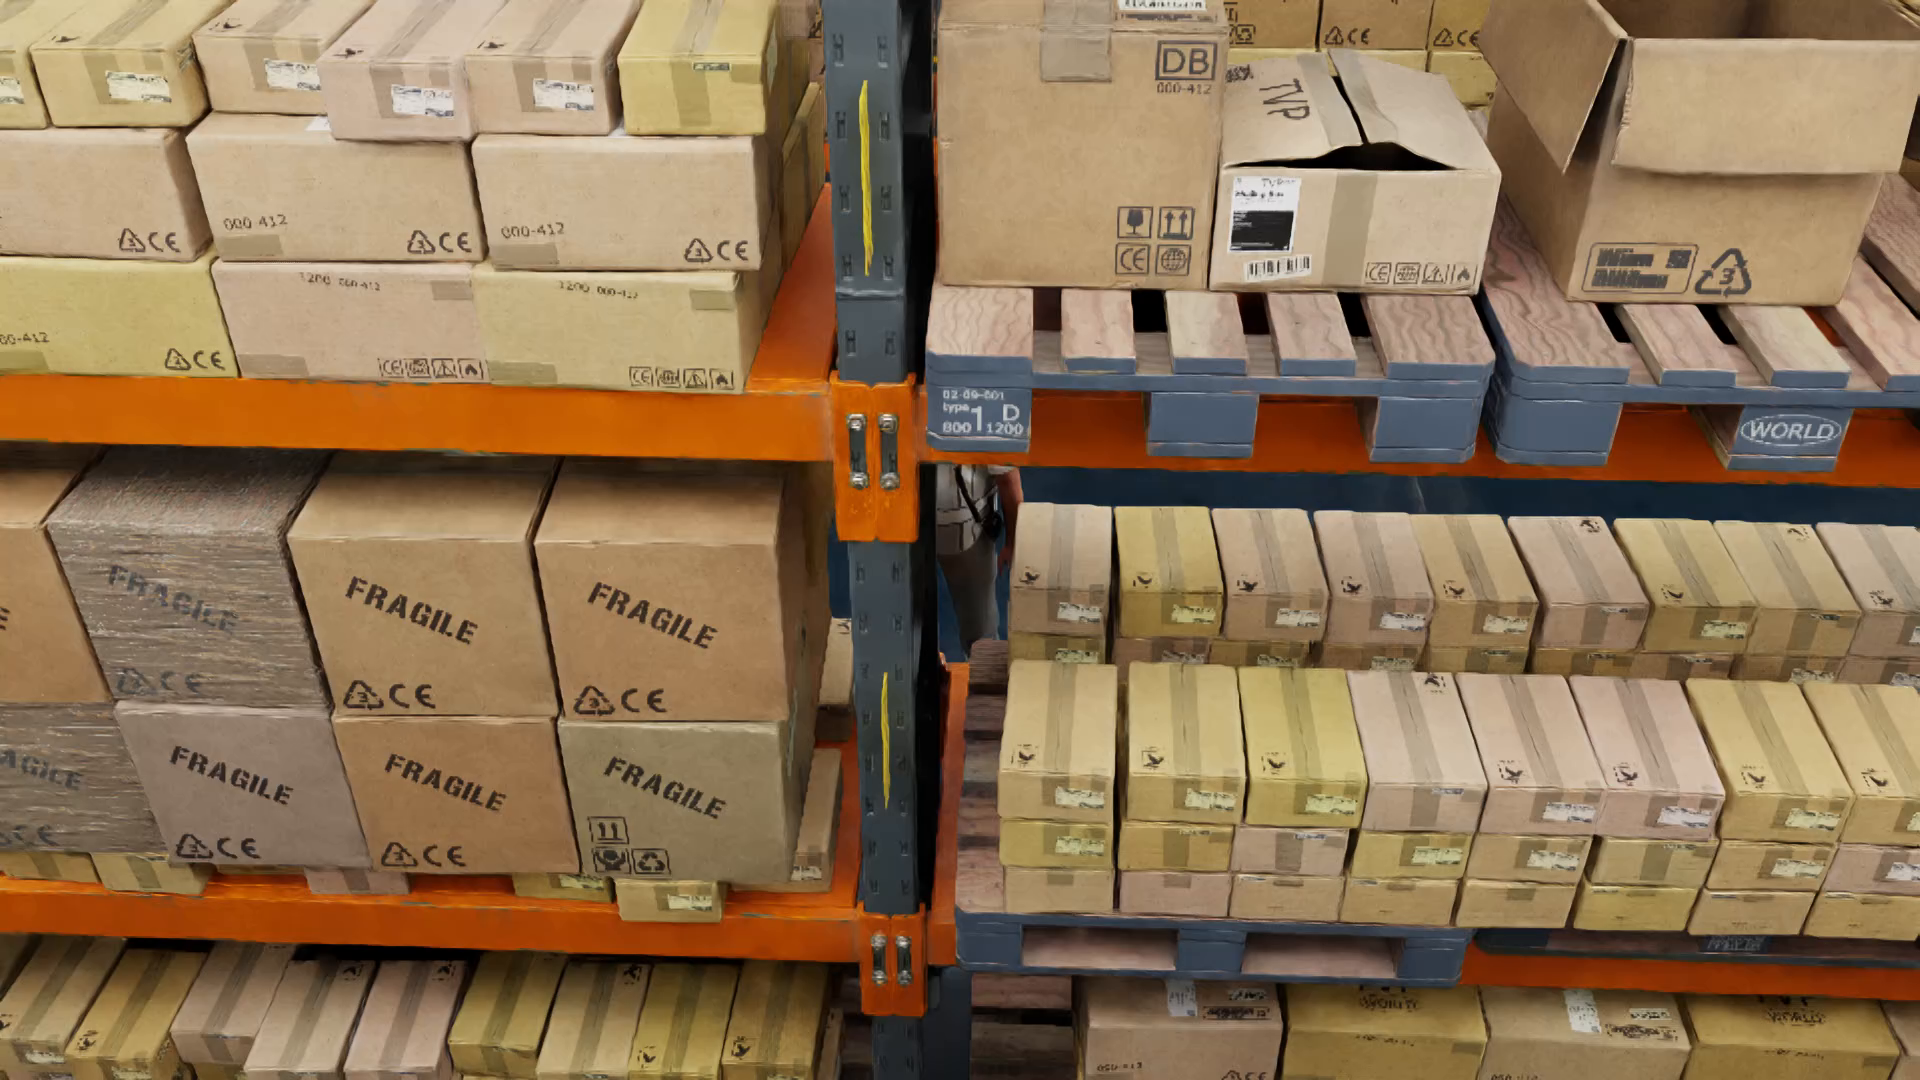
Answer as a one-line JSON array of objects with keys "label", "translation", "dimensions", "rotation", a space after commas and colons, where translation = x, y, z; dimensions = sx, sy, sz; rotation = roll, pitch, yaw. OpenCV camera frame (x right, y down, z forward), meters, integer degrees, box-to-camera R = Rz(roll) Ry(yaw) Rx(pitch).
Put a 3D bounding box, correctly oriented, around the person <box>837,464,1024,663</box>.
[{"label": "person", "translation": [-0.130, -0.017, 6.125], "dimensions": [0.742, 1.754, 0.630], "rotation": [11, 37, 15]}]
